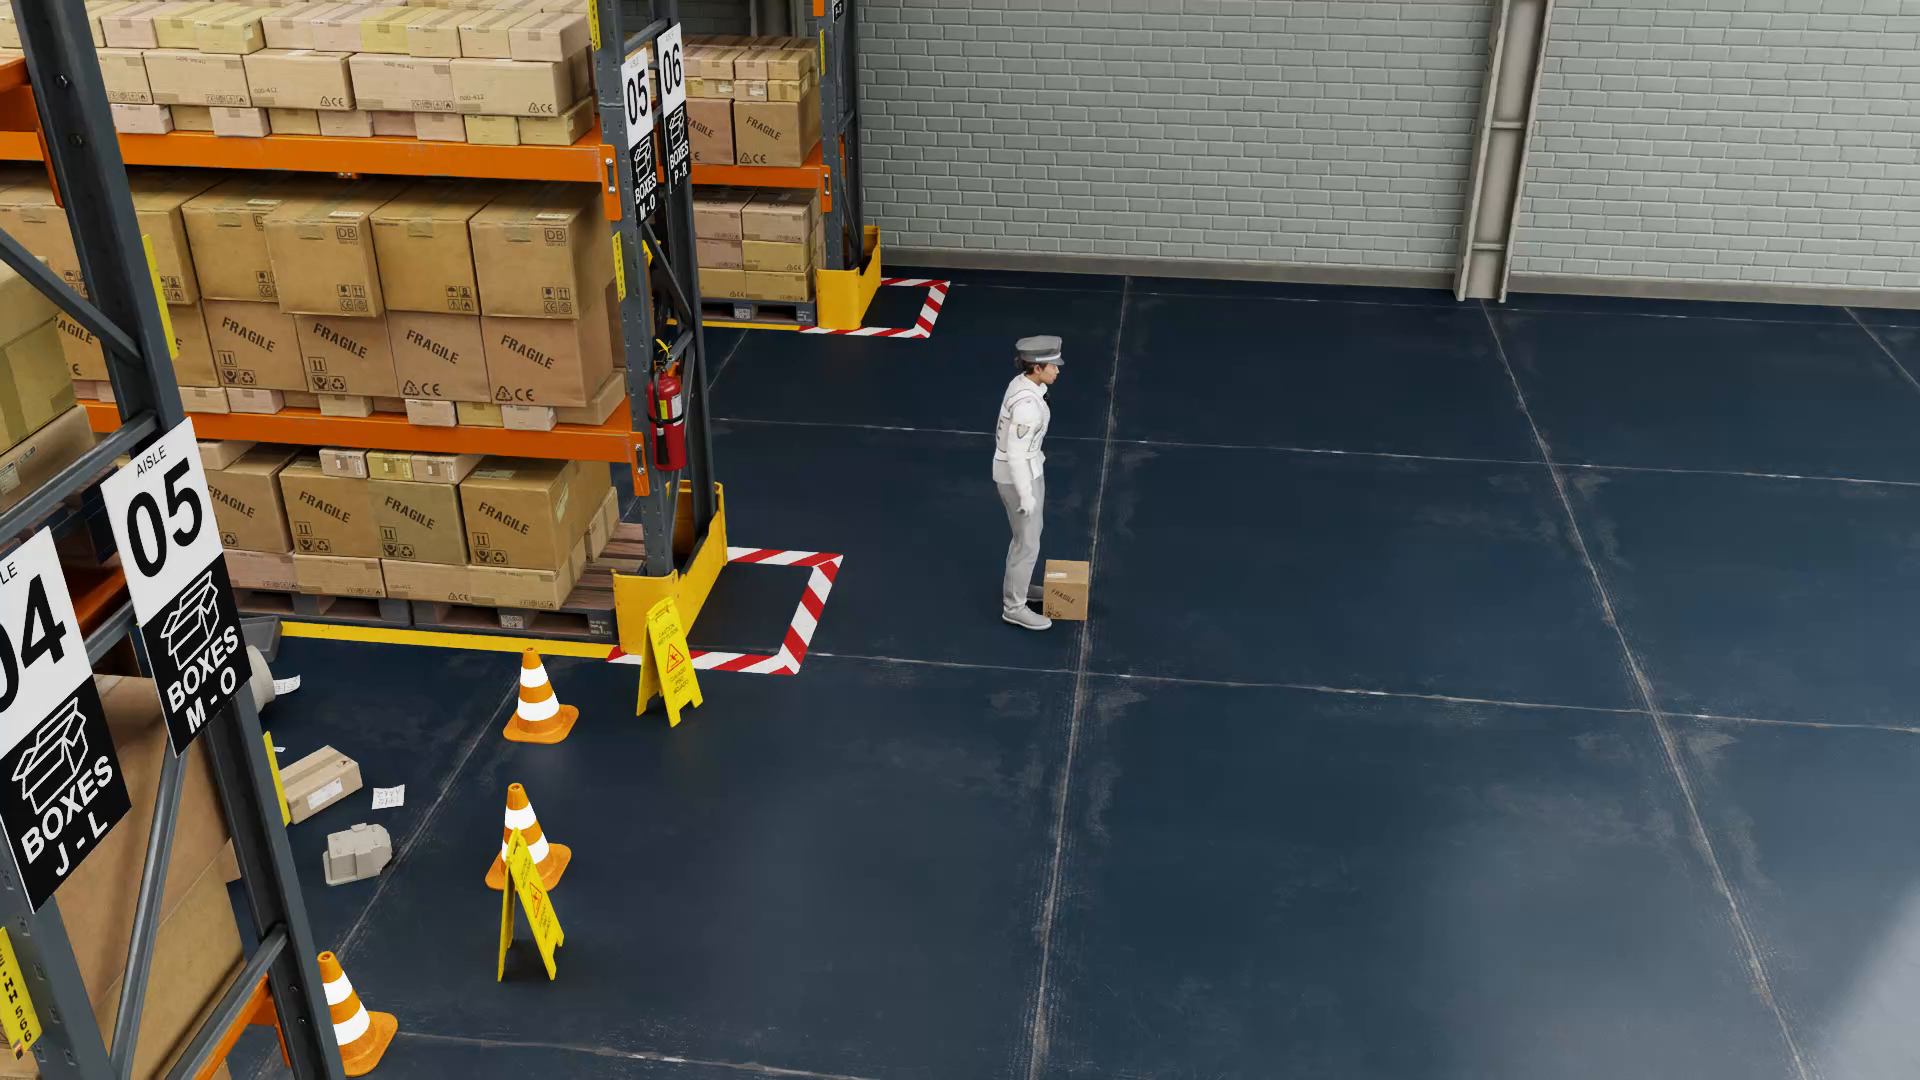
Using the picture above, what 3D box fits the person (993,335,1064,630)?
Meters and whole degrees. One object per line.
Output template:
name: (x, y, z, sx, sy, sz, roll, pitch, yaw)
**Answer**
person: (0.369, -0.340, 9.244, 0.376, 1.663, 0.527, 3, 29, 6)
